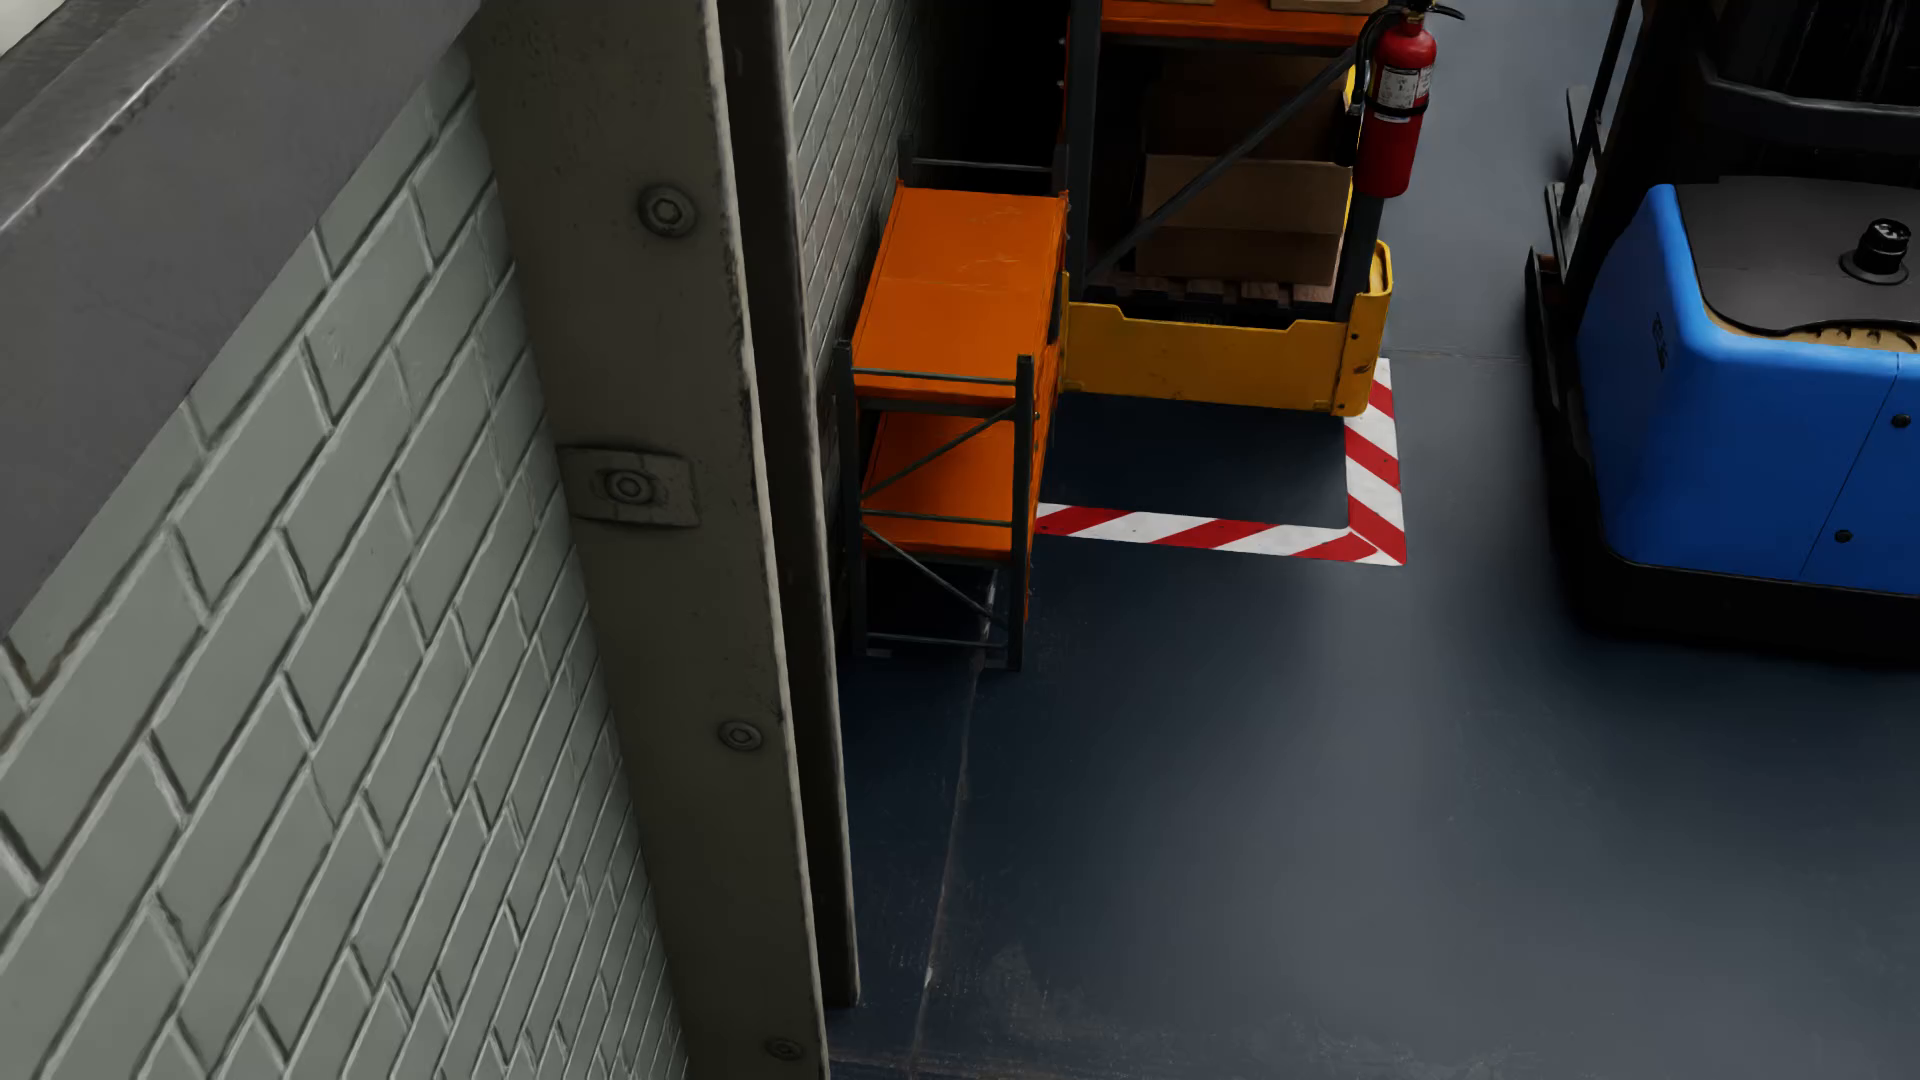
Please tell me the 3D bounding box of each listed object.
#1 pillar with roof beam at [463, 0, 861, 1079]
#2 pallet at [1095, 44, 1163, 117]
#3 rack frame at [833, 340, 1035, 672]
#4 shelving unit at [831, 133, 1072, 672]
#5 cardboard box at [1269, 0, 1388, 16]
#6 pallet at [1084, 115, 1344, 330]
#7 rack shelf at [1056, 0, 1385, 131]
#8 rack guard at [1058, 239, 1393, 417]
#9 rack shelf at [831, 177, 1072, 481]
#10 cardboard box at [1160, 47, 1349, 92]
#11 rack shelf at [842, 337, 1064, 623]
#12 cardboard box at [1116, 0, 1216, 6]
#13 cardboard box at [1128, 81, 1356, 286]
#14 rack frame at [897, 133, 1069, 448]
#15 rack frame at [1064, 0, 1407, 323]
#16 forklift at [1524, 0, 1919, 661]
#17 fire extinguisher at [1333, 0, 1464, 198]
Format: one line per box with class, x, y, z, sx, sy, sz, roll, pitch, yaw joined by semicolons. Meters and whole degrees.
pillar with roof beam;3.845;-1.656;0.454;9.100;9.000;0.400;5;44;6
pallet;1.106;-2.036;7.247;1.003;0.211;1.213;5;44;6
rack frame;-0.066;-0.058;4.493;0.500;1.125;0.032;5;44;5
shelving unit;0.000;-0.404;4.859;0.538;1.125;1.048;5;44;5
cardboard box;1.143;-1.732;5.080;0.380;0.149;0.250;5;44;5
pallet;0.942;-1.207;6.371;1.003;0.211;1.213;5;44;6
rack shelf;1.092;-2.726;6.471;1.077;0.370;4.000;5;44;6
rack guard;0.837;-0.768;5.698;1.175;0.500;0.348;5;44;6
rack shelf;0.000;-0.617;4.657;0.538;0.278;1.000;5;44;5
cardboard box;1.154;-1.856;6.542;0.700;0.500;0.500;7;44;7
rack shelf;0.001;-0.227;5.027;0.538;0.278;1.000;5;44;5
cardboard box;0.605;-1.783;5.135;0.380;0.149;0.250;5;44;5
cardboard box;1.002;-1.279;5.929;0.797;0.503;0.637;4;44;4
rack frame;0.067;-0.751;5.225;0.500;1.125;0.032;5;44;5
rack frame;0.827;-1.624;4.784;1.000;3.000;0.127;5;44;6
forklift;2.612;-1.738;4.954;1.130;2.935;3.031;7;44;7
fire extinguisher;1.266;-1.319;4.788;0.296;0.674;0.183;5;44;6
